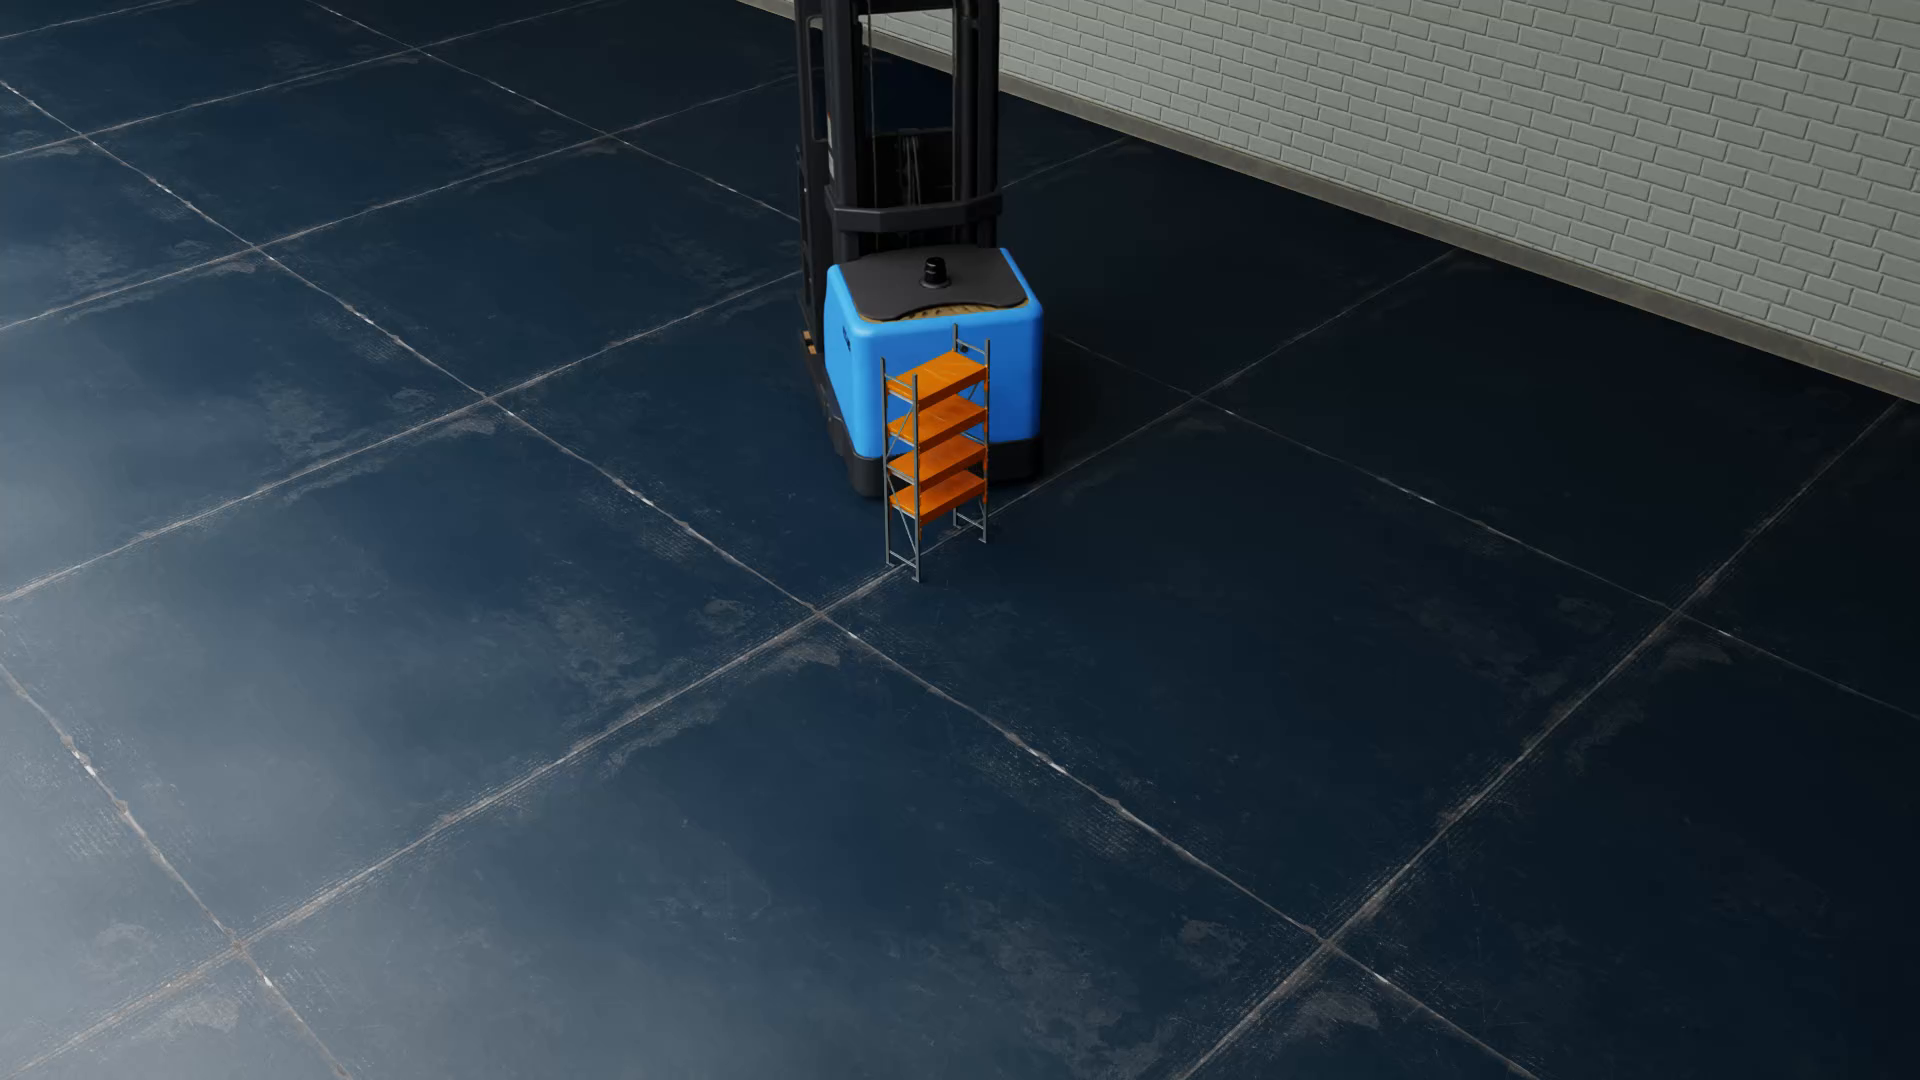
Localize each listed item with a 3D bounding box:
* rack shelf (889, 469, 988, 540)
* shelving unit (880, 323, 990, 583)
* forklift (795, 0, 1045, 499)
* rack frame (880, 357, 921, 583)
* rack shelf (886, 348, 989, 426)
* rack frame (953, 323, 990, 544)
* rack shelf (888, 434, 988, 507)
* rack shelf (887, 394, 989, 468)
[{"bbox_3d":[-0.117,-0.207,8.453,0.258,0.148,0.480,30,45,35],"label":"rack shelf"},{"bbox_3d":[-0.117,-0.425,8.301,0.258,1.200,0.503,30,45,35],"label":"shelving unit"},{"bbox_3d":[-0.381,-2.261,9.420,1.130,2.935,3.031,-8,36,-11],"label":"forklift"},{"bbox_3d":[-0.289,-0.326,8.159,0.240,1.200,0.015,30,45,35],"label":"rack frame"},{"bbox_3d":[-0.117,-0.747,8.076,0.258,0.148,0.480,30,45,35],"label":"rack shelf"},{"bbox_3d":[0.055,-0.524,8.443,0.240,1.200,0.015,30,45,35],"label":"rack frame"},{"bbox_3d":[-0.117,-0.370,8.340,0.258,0.148,0.480,30,45,35],"label":"rack shelf"},{"bbox_3d":[-0.117,-0.553,8.212,0.258,0.148,0.480,30,45,35],"label":"rack shelf"}]
